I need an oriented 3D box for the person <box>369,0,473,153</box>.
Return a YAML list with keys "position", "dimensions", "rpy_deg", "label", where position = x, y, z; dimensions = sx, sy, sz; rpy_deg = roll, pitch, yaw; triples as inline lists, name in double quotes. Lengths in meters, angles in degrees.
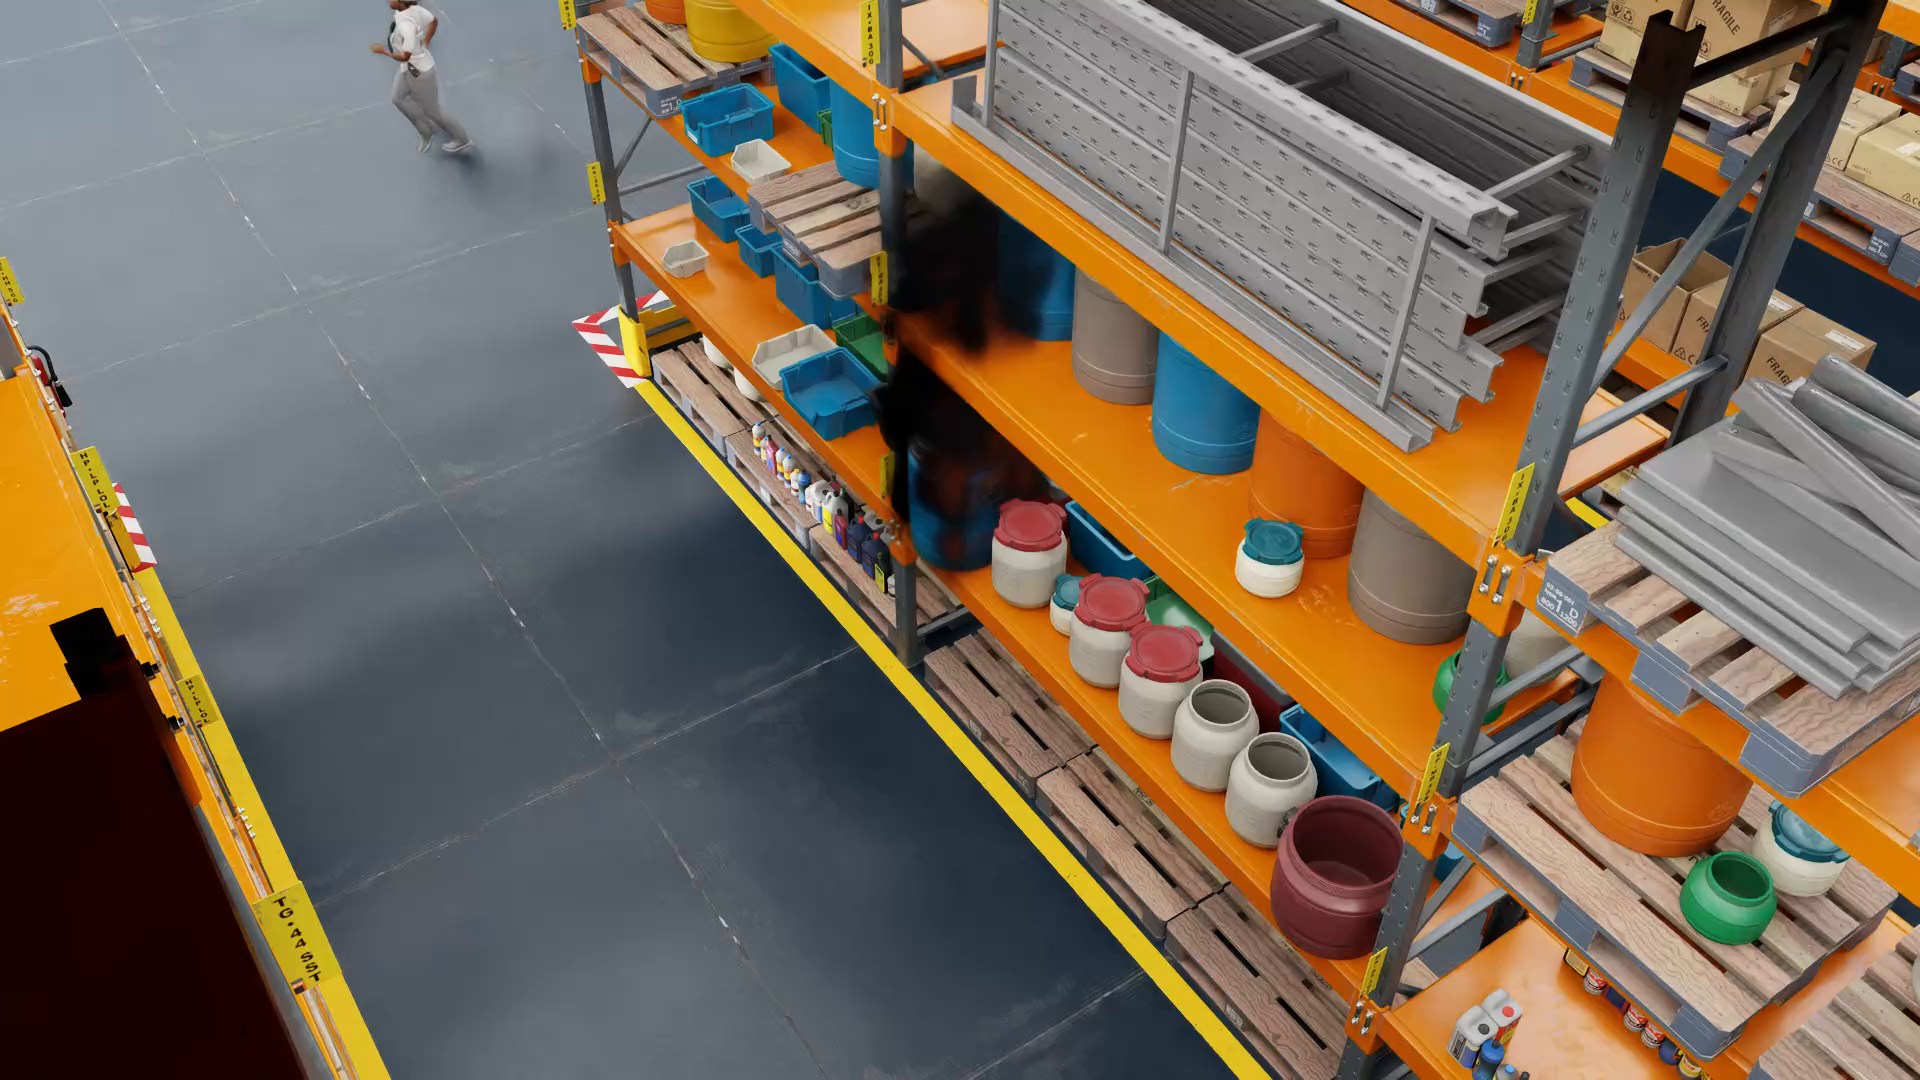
- position: [-4.964, -4.283, 15.177]
  dimensions: [0.713, 1.731, 0.542]
  rpy_deg: [-11, 44, -12]
  label: "person"
